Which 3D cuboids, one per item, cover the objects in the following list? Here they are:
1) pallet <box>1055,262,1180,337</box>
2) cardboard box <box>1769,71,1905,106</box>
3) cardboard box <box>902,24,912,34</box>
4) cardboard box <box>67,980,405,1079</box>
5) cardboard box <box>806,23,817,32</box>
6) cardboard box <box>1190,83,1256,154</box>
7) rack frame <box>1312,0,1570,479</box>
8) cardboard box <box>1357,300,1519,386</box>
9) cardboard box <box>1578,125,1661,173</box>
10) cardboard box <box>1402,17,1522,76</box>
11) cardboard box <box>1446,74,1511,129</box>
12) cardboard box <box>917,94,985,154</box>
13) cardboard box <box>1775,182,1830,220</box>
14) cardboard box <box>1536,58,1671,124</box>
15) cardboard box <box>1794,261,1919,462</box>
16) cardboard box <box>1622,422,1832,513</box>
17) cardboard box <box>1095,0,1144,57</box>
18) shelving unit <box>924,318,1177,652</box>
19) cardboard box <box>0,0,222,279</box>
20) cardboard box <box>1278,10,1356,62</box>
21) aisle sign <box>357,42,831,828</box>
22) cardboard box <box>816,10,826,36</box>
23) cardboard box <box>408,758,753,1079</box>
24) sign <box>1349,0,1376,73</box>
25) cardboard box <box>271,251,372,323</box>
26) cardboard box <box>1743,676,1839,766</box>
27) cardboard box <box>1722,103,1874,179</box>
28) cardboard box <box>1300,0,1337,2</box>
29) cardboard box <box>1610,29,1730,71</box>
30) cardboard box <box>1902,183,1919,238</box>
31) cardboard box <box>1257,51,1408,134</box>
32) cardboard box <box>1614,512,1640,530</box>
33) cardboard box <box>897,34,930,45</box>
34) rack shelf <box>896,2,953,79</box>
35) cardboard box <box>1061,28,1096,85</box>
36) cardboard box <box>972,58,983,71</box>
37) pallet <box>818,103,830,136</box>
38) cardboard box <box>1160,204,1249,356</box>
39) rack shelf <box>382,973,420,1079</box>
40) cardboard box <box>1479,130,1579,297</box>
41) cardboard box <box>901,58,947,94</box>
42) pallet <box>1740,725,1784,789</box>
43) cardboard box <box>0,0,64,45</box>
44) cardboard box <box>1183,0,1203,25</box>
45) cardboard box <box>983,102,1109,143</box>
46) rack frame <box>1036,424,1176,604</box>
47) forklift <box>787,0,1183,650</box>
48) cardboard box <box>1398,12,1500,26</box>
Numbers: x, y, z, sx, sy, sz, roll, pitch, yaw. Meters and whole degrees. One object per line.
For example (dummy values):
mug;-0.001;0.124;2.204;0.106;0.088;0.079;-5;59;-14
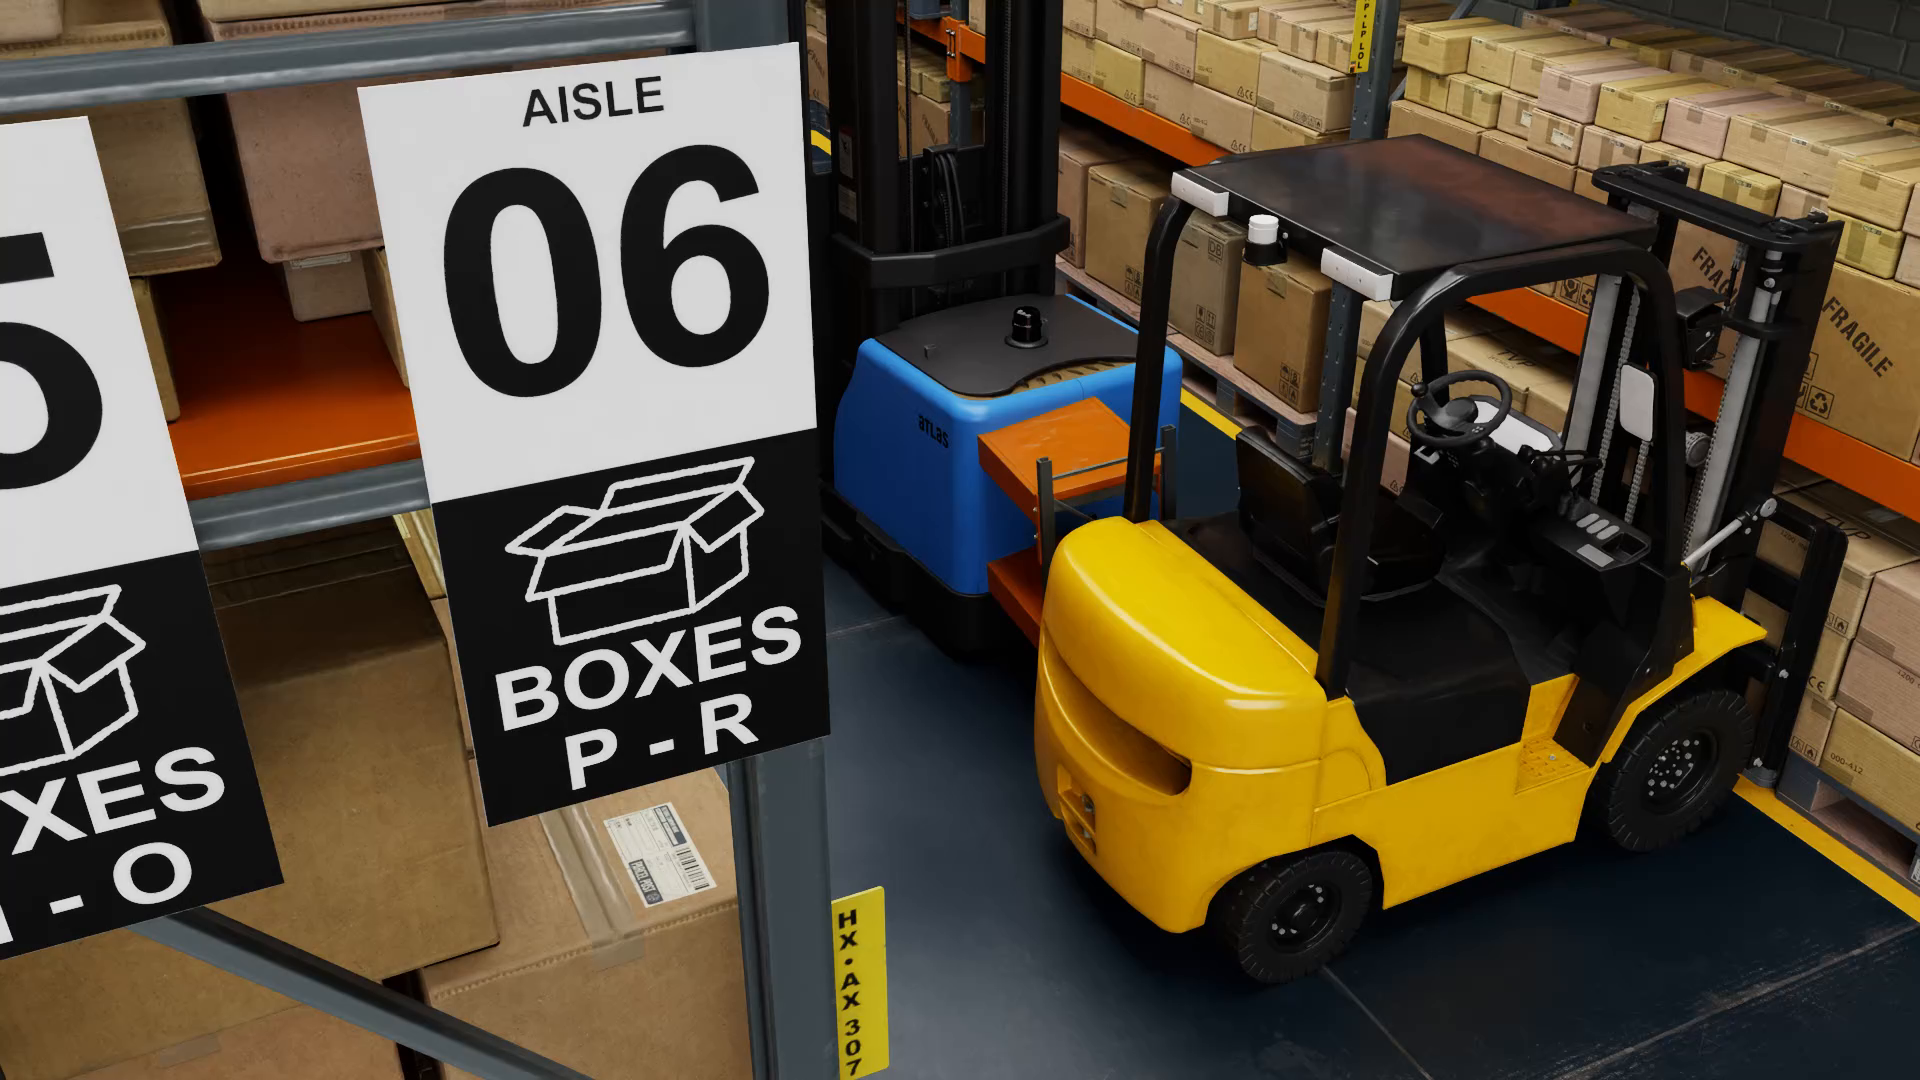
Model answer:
pallet;1.250;-1.357;9.454;1.003;0.211;1.213;-13;32;-22
cardboard box;3.060;-1.523;5.829;0.380;0.149;0.250;-13;32;-23
cardboard box;-0.211;-3.843;12.500;0.380;0.149;0.250;-14;32;-24
cardboard box;-1.117;0.739;2.459;0.500;0.500;0.500;-14;32;-23
cardboard box;-1.063;-3.849;13.174;0.500;0.500;0.500;-14;32;-23
cardboard box;1.456;-2.040;7.974;0.500;0.250;0.500;-13;32;-22
rack frame;2.129;-1.716;7.244;1.000;3.000;0.127;-13;32;-22
cardboard box;2.054;-0.857;7.071;0.500;0.250;0.500;-14;32;-23
cardboard box;2.428;-1.383;5.884;0.380;0.149;0.250;-13;32;-22
cardboard box;1.998;-1.970;6.626;0.380;0.149;0.250;-12;32;-21
cardboard box;2.141;-1.733;6.508;0.380;0.149;0.250;-12;32;-21
cardboard box;0.036;-2.718;11.156;0.500;0.500;0.500;-12;31;-21
cardboard box;2.846;-1.061;5.310;0.380;0.149;0.250;-13;32;-22
cardboard box;2.327;-1.627;6.015;0.380;0.149;0.250;-12;32;-21
cardboard box;2.963;-0.613;5.174;0.500;0.500;0.500;-14;32;-23
cardboard box;2.706;-0.178;5.860;0.500;0.250;0.500;-14;32;-23
cardboard box;1.046;-2.712;8.662;0.500;0.250;0.500;-13;32;-21
shelving unit;0.331;-0.071;6.185;0.538;1.125;1.048;-15;33;-17
cardboard box;-1.098;-0.448;1.764;0.500;0.250;0.500;-14;32;-23
cardboard box;1.655;-2.257;7.444;0.380;0.149;0.250;-14;32;-23
aisle sign;-0.328;-0.077;1.663;0.394;0.787;0.004;-13;32;-22
cardboard box;-0.879;-3.958;12.705;0.380;0.149;0.250;-13;32;-22
cardboard box;-0.588;0.654;2.611;0.500;0.500;0.500;-14;32;-23
sign;1.643;-2.069;6.769;0.100;0.325;0.005;-13;32;-22
cardboard box;-0.678;-0.416;2.116;0.380;0.149;0.250;-14;32;-24
cardboard box;2.948;0.481;5.708;0.500;0.250;0.500;-13;32;-21
cardboard box;2.746;-1.311;5.451;0.380;0.149;0.250;-13;32;-22
cardboard box;1.869;-2.592;8.040;0.380;0.149;0.250;-13;32;-22
cardboard box;2.735;-1.861;6.433;0.380;0.149;0.250;-13;32;-22
cardboard box;2.980;-0.949;4.807;0.380;0.149;0.250;-12;32;-21
cardboard box;1.688;-2.032;7.450;0.500;0.250;0.500;-14;32;-23
cardboard box;2.697;0.030;6.000;0.500;0.250;0.500;-13;32;-22
cardboard box;-0.427;-3.500;11.888;0.380;0.149;0.250;-14;32;-23
rack shelf;-0.447;-4.053;12.147;1.077;0.370;4.000;-13;32;-22
cardboard box;0.821;-2.721;9.190;0.500;0.250;0.500;-14;32;-24
cardboard box;0.201;-3.371;11.658;0.380;0.149;0.250;-13;32;-21
pallet;-0.394;-3.143;12.639;1.003;0.211;1.213;-13;32;-22
cardboard box;1.569;-1.436;8.743;0.875;0.625;0.625;-13;32;-22
rack shelf;-1.494;0.525;3.983;1.077;0.370;4.000;-13;32;-22
cardboard box;2.323;-1.283;6.368;0.500;0.500;0.500;-13;32;-21
cardboard box;-0.174;-3.138;11.243;0.380;0.149;0.250;-15;33;-25
pallet;2.960;0.400;6.322;1.003;0.211;1.213;-13;32;-22
cardboard box;-1.047;-0.540;1.520;0.380;0.149;0.250;-13;32;-22
cardboard box;1.309;-2.594;8.043;0.380;0.149;0.250;-14;32;-23
cardboard box;0.667;-2.352;10.377;0.875;0.625;0.625;-12;31;-20
rack frame;0.523;0.161;5.776;0.500;1.125;0.032;-15;33;-17
forklift;-0.326;-1.541;7.001;1.130;2.935;3.031;-17;33;-27
cardboard box;2.172;-2.243;7.418;0.380;0.149;0.250;-14;32;-23
